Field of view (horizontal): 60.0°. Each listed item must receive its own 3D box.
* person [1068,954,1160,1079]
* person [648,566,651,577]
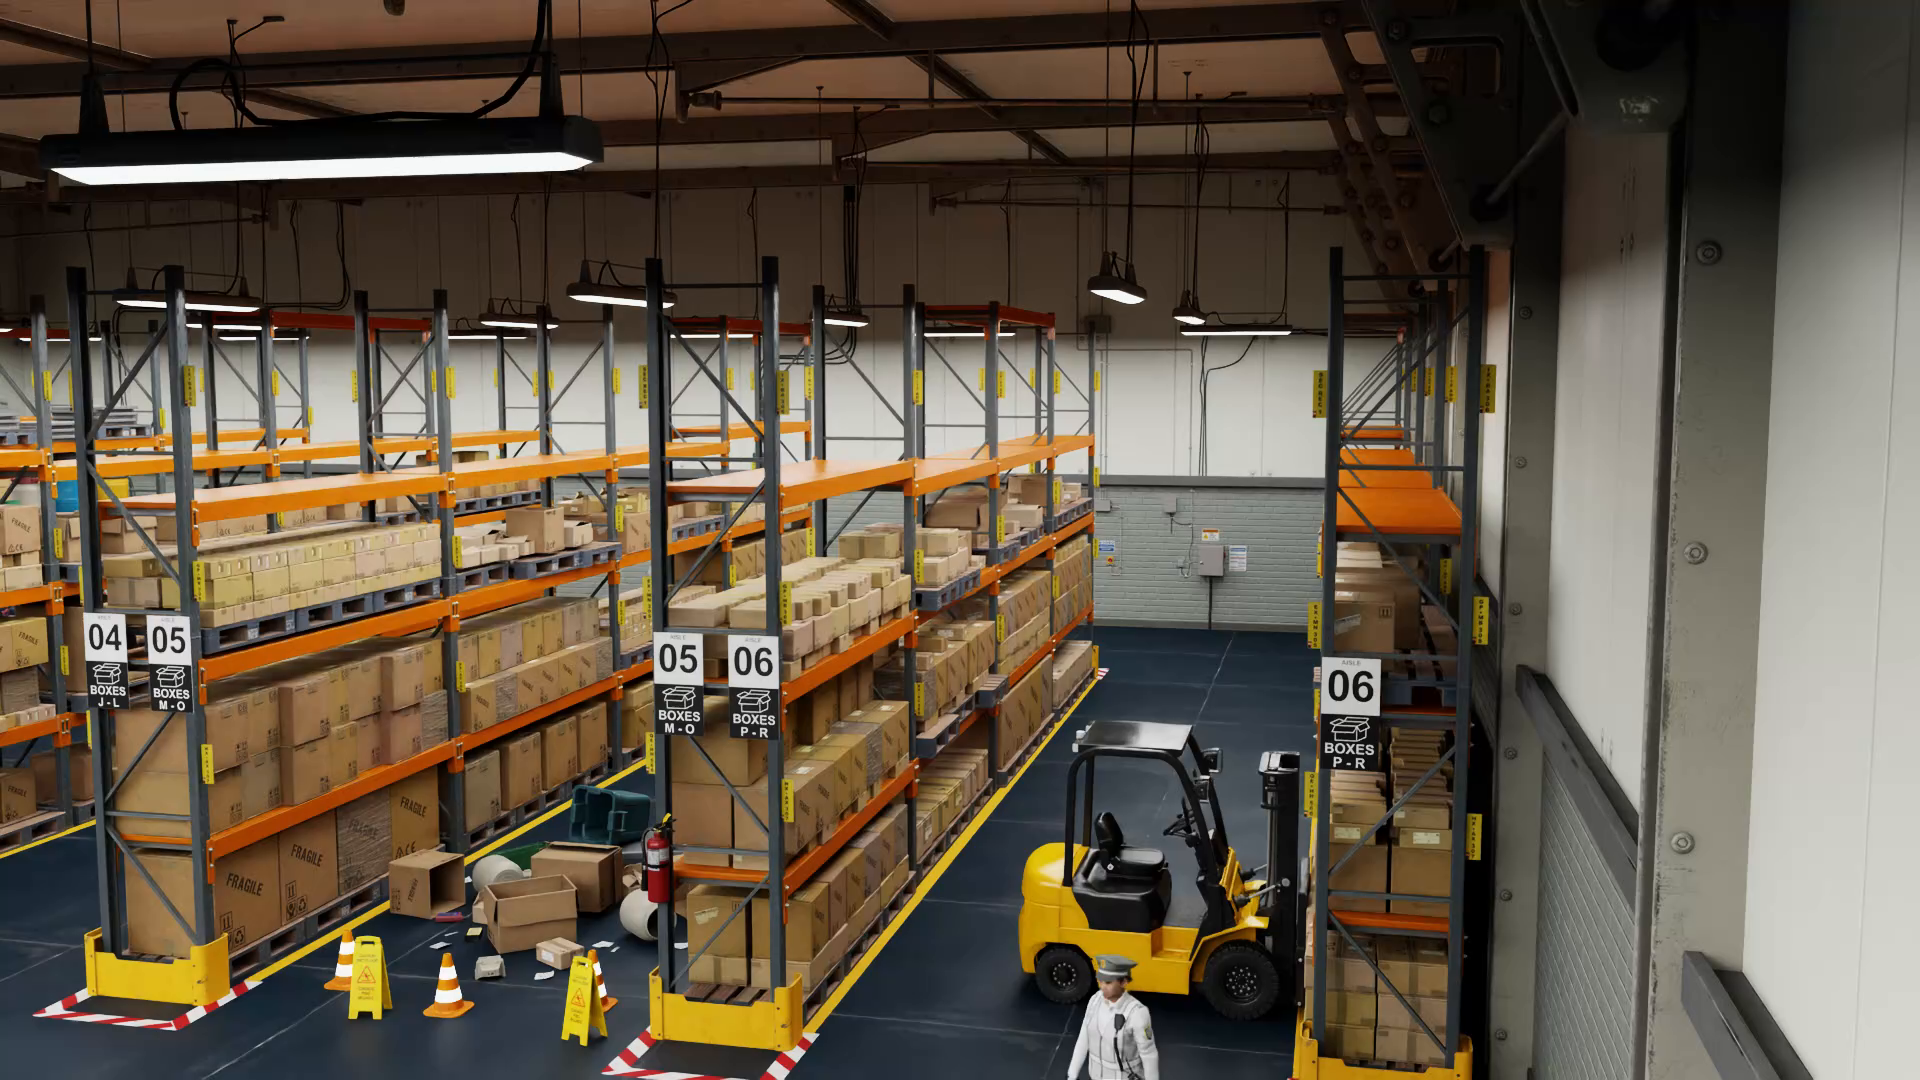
[{"bbox_3d":[0.887,3.320,10.136,1.048,1.616,0.514,-5,7,-39],"label":"person"},{"bbox_3d":[-5.983,1.005,33.100,0.449,1.612,1.082,1,6,10],"label":"person"}]
